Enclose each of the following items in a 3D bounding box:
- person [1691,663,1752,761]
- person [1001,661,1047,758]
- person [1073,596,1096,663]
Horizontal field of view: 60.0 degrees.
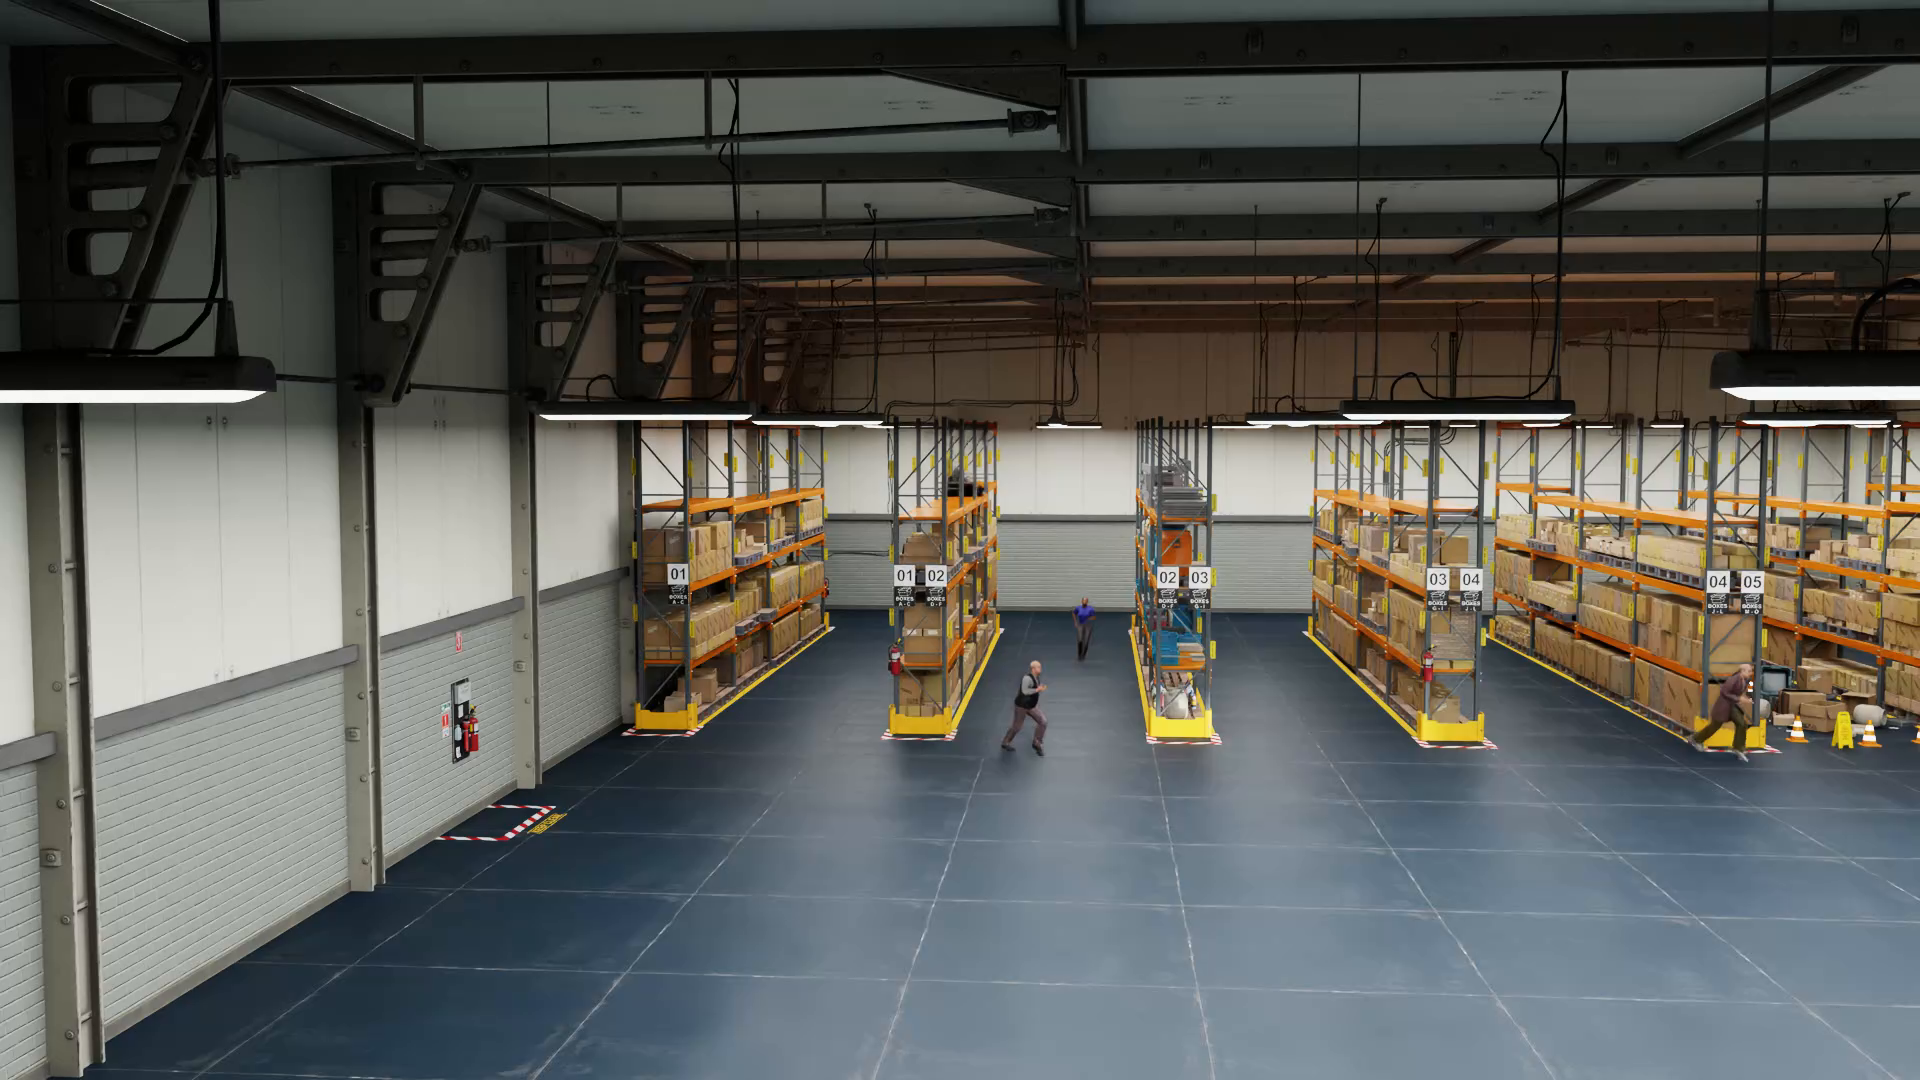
[{"bbox_3d":[13.393,2.995,29.236,0.755,1.744,1.055,-3,5,-42],"label":"person"},{"bbox_3d":[1.139,2.970,29.262,0.939,1.720,0.647,3,5,34],"label":"person"},{"bbox_3d":[3.087,2.221,41.259,0.563,1.634,0.723,0,4,1],"label":"person"}]
